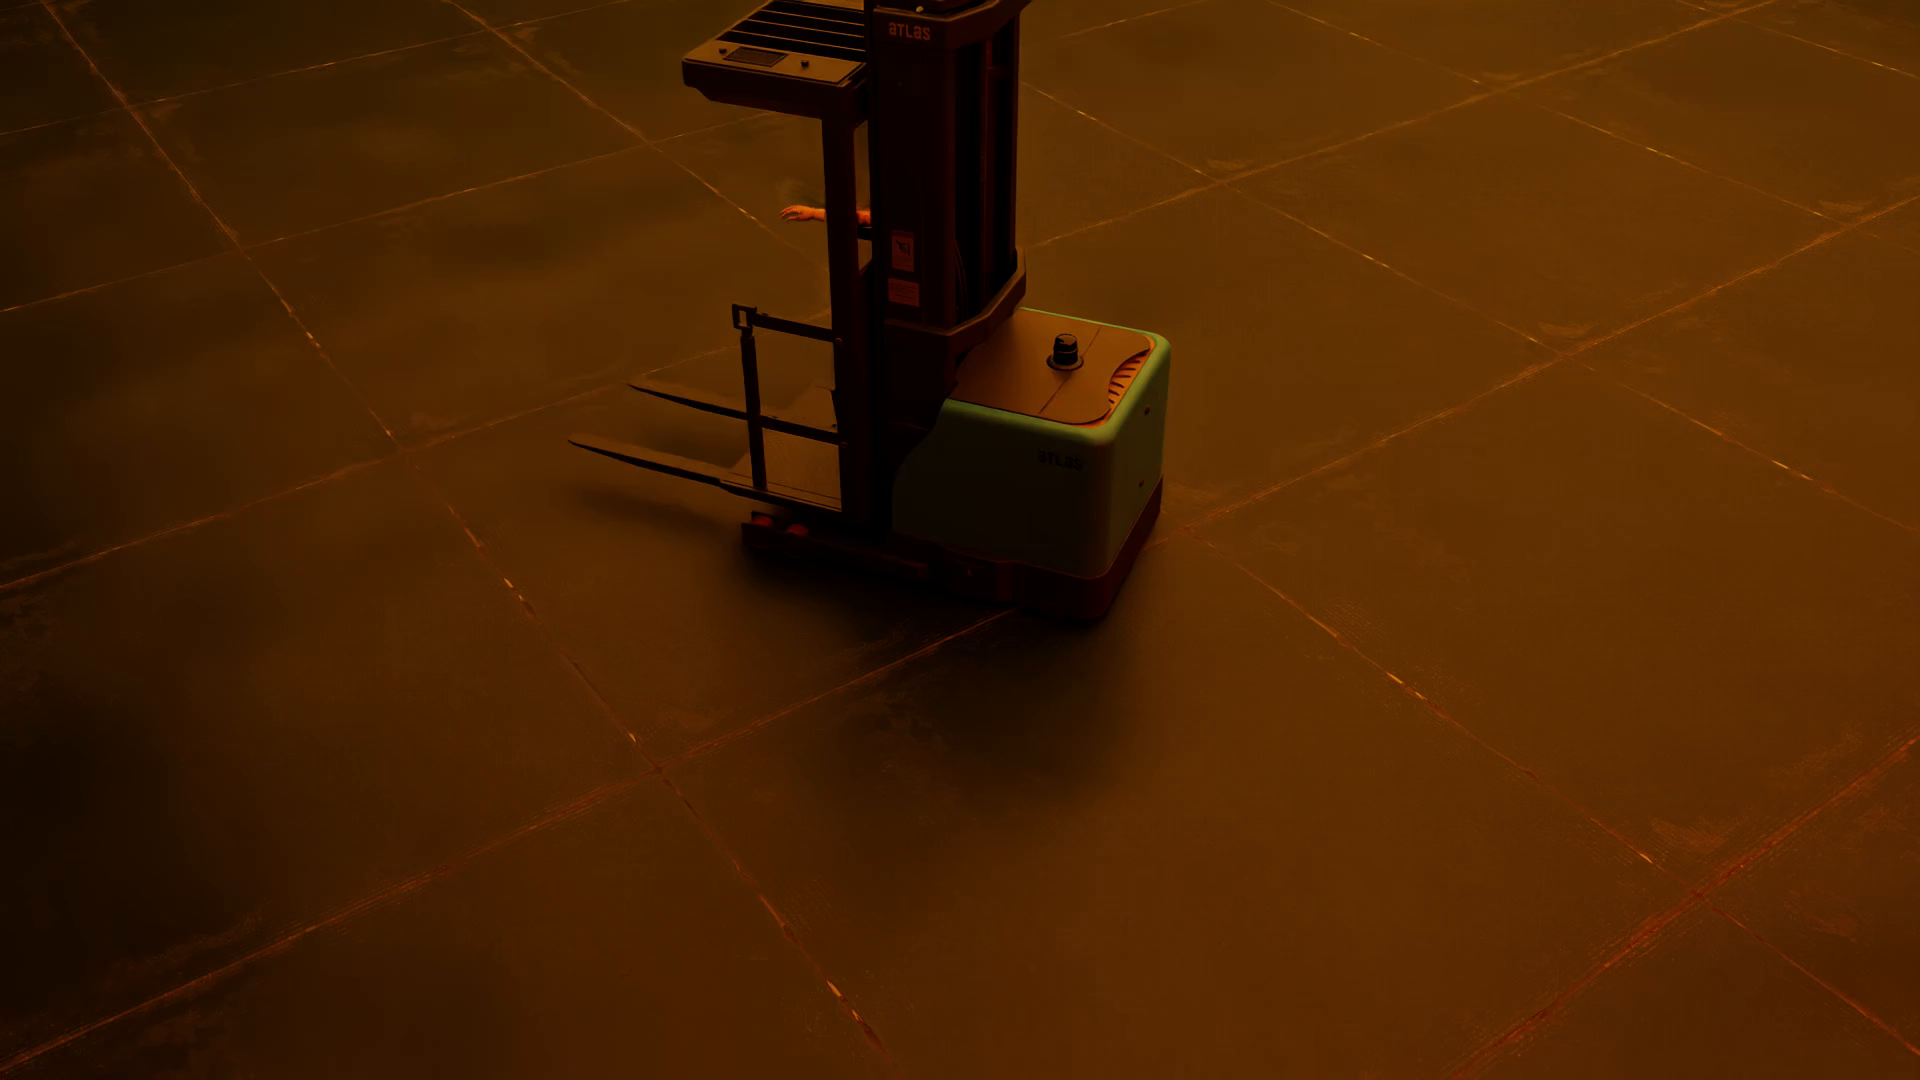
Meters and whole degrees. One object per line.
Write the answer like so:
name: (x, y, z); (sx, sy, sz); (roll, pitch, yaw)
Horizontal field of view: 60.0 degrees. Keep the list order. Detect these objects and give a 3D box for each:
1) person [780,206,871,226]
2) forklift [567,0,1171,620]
person: (-0.467, -1.646, 9.365); (1.108, 1.601, 0.860); (-7, 37, -9)
forklift: (-0.546, -1.365, 7.791); (3.031, 2.935, 1.130); (14, 39, 18)
